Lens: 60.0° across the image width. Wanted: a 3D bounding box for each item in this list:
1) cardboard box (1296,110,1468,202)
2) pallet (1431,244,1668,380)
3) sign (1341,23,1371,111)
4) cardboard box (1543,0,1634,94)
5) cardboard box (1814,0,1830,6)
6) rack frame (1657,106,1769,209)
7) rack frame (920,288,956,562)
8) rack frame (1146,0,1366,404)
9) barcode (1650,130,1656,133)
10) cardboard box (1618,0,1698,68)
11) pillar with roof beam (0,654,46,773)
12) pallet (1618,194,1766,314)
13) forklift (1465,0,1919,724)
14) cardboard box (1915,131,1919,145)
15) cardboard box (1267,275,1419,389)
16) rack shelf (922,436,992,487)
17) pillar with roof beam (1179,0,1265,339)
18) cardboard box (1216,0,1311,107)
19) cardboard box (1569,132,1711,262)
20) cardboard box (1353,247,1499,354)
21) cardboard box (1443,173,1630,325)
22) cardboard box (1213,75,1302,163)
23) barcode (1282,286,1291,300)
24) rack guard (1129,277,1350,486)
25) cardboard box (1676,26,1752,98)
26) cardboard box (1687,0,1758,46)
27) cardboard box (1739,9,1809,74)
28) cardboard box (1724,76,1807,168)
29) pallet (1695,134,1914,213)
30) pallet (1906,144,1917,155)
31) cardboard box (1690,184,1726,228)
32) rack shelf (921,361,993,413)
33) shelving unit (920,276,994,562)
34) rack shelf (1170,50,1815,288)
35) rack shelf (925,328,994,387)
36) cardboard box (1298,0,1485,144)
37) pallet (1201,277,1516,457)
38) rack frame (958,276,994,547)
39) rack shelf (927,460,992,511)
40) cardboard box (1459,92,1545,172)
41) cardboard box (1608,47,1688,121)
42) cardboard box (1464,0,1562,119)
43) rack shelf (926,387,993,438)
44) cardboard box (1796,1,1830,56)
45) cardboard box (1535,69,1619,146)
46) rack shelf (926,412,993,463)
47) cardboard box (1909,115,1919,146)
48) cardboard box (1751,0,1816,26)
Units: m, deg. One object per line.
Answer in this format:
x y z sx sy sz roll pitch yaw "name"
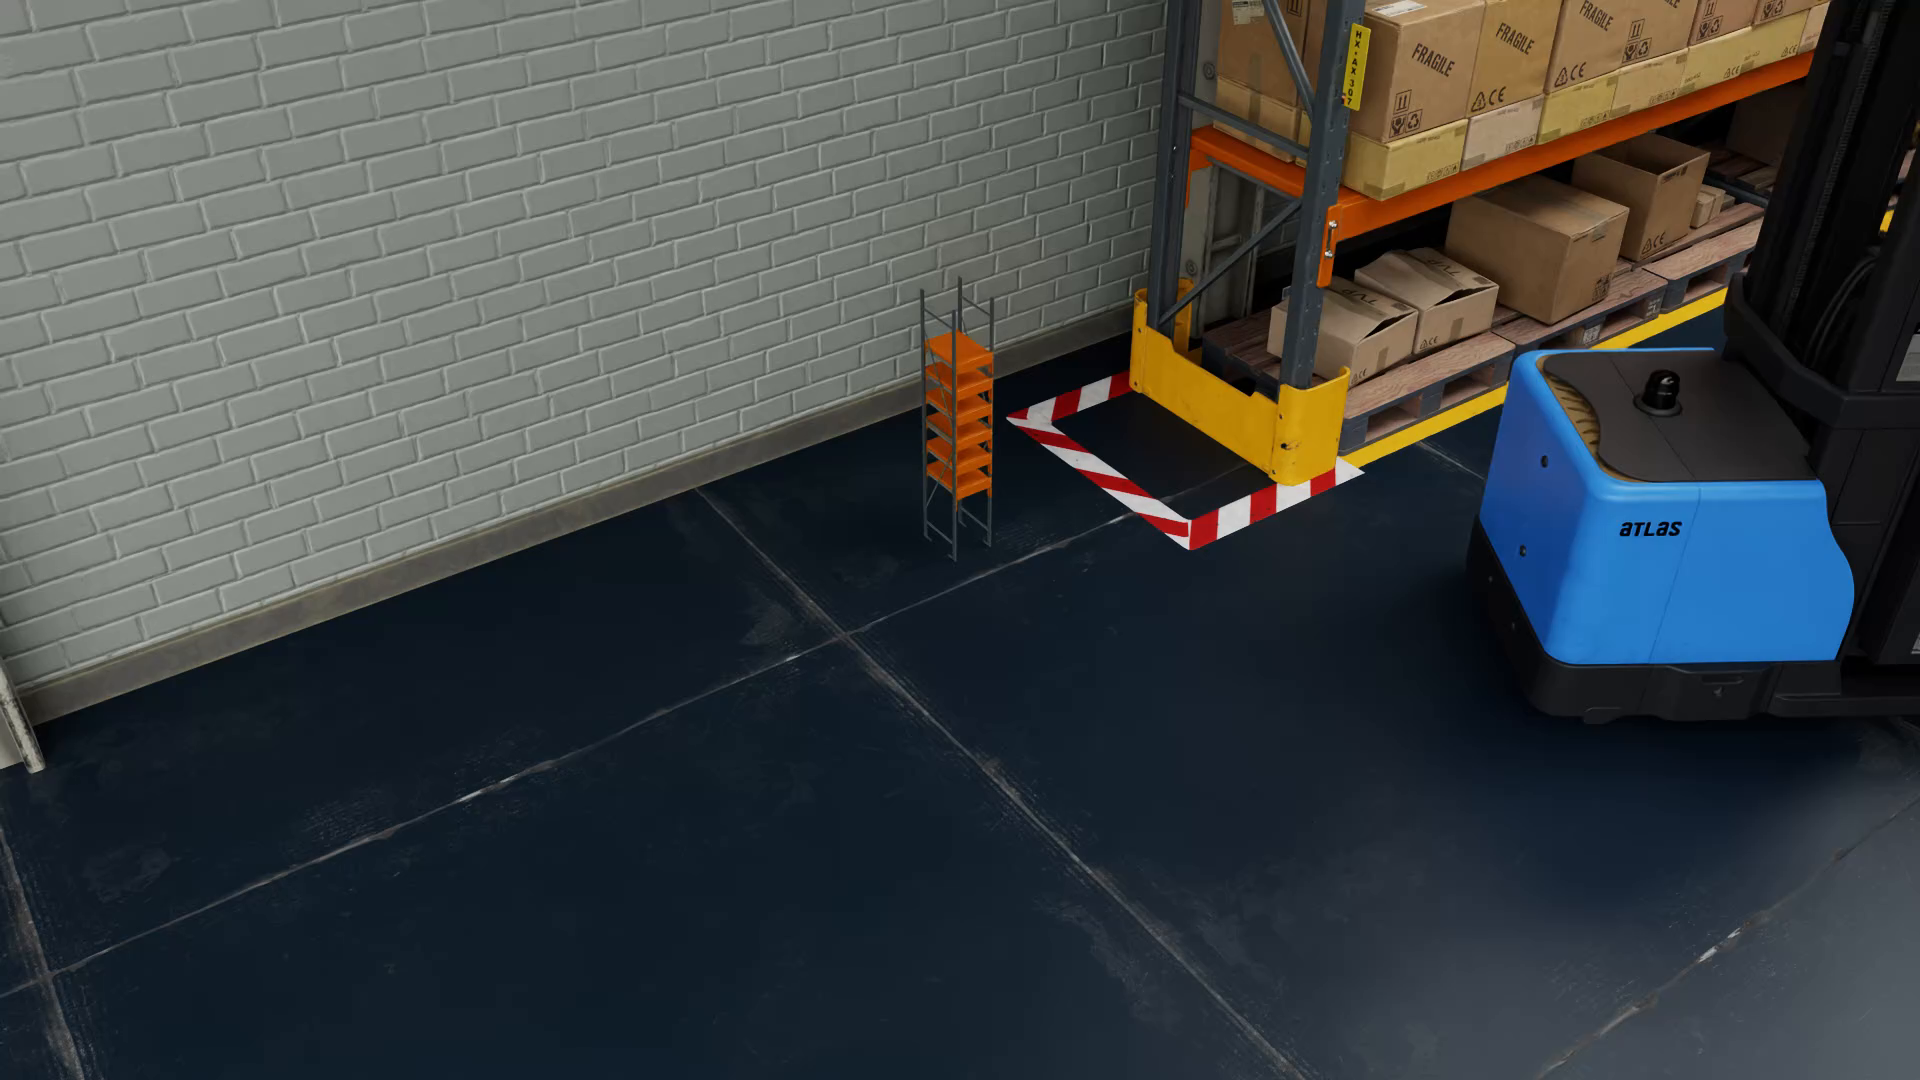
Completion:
1.817 -1.720 7.184 0.500 0.250 0.500 -24 42 -29 "cardboard box"
2.978 -1.318 8.902 1.213 0.211 1.003 -22 41 -28 "pallet"
1.548 -1.853 6.516 0.005 0.325 0.100 -22 41 -28 "sign"
2.634 -2.361 7.433 0.500 0.500 0.500 -24 42 -29 "cardboard box"
4.296 -3.051 8.392 0.500 0.500 0.500 -22 41 -28 "cardboard box"
4.504 -3.106 8.999 0.127 3.000 1.000 -22 41 -28 "rack frame"
-0.087 -0.451 6.850 0.006 1.200 0.240 -22 41 -28 "rack frame"
1.235 -1.760 7.128 0.127 3.000 1.000 -22 41 -28 "rack frame"
3.925 -2.332 9.414 0.075 0.075 0.001 -22 41 -28 "barcode"
3.049 -2.540 7.682 0.500 0.500 0.500 -21 41 -27 "cardboard box"
-1.116 -0.771 0.615 0.400 9.000 9.100 -22 41 -28 "pillar with roof beam"
3.976 -1.731 9.476 1.213 0.211 1.003 -22 41 -28 "pallet"
3.648 -0.803 5.856 3.031 2.935 1.130 -1 36 -1 "forklift"
5.930 -2.875 10.442 0.500 0.500 0.700 -22 41 -27 "cardboard box"
1.852 -1.037 8.049 0.500 0.311 0.500 -28 44 -33 "cardboard box"
-0.012 -0.349 6.989 0.180 0.103 0.258 -22 41 -28 "rack shelf"
3.789 -2.789 3.421 0.400 9.000 9.100 -22 41 -28 "pillar with roof beam"
1.498 -2.272 7.309 0.500 0.500 0.500 -23 42 -28 "cardboard box"
3.679 -1.901 9.088 0.500 0.500 0.500 -26 43 -31 "cardboard box"
2.318 -1.229 8.315 0.500 0.311 0.500 -19 40 -24 "cardboard box"
2.947 -1.528 8.570 0.500 0.500 0.700 -25 43 -31 "cardboard box"
1.505 -1.957 7.513 0.500 0.250 0.500 -22 41 -27 "cardboard box"
1.637 -1.238 8.320 0.075 0.075 0.001 -22 41 -28 "barcode"
1.297 -0.771 7.894 0.348 0.500 1.175 -22 41 -28 "rack guard"
3.478 -2.409 8.141 0.500 0.250 0.500 -23 41 -28 "cardboard box"
3.474 -2.716 7.926 0.500 0.500 0.500 -24 42 -29 "cardboard box"
3.880 -2.585 8.387 0.500 0.250 0.500 -22 41 -28 "cardboard box"
5.097 -2.525 9.956 0.500 0.500 0.700 -21 41 -26 "cardboard box"
5.140 -2.236 10.178 1.213 0.211 1.003 -22 41 -28 "pallet"
6.138 -2.649 10.752 1.213 0.211 1.003 -22 41 -28 "pallet"
4.084 -1.940 9.428 0.250 0.166 0.380 -28 44 -33 "cardboard box"
-0.012 -0.641 6.779 0.180 0.103 0.258 -22 41 -28 "rack shelf"
-0.012 -0.482 6.893 0.189 1.200 0.258 -22 41 -28 "shelving unit"
2.870 -2.141 8.274 4.000 0.370 1.077 -22 41 -28 "rack shelf"
-0.012 -0.738 6.709 0.180 0.103 0.258 -22 41 -28 "rack shelf"
1.798 -2.029 6.971 0.500 0.500 0.500 -22 41 -28 "cardboard box"
1.981 -0.910 8.334 1.213 0.211 1.003 -22 41 -28 "pallet"
0.063 -0.513 6.936 0.006 1.200 0.240 -22 41 -28 "rack frame"
-0.012 -0.251 7.059 0.180 0.103 0.258 -22 41 -28 "rack shelf"
2.233 -1.901 7.436 0.500 0.250 0.500 -24 42 -29 "cardboard box"
3.067 -2.239 7.905 0.500 0.250 0.500 -22 41 -27 "cardboard box"
2.208 -2.190 7.196 0.500 0.500 0.500 -22 41 -28 "cardboard box"
-0.012 -0.544 6.849 0.180 0.103 0.258 -22 41 -28 "rack shelf"
4.292 -2.749 8.614 0.500 0.250 0.500 -22 41 -28 "cardboard box"
2.653 -2.070 7.670 0.500 0.250 0.500 -23 42 -29 "cardboard box"
-0.012 -0.446 6.919 0.180 0.103 0.258 -22 41 -28 "rack shelf"
5.490 -2.723 10.231 0.500 0.500 0.700 -23 42 -29 "cardboard box"
3.892 -2.880 8.154 0.500 0.500 0.500 -23 41 -28 "cardboard box"
